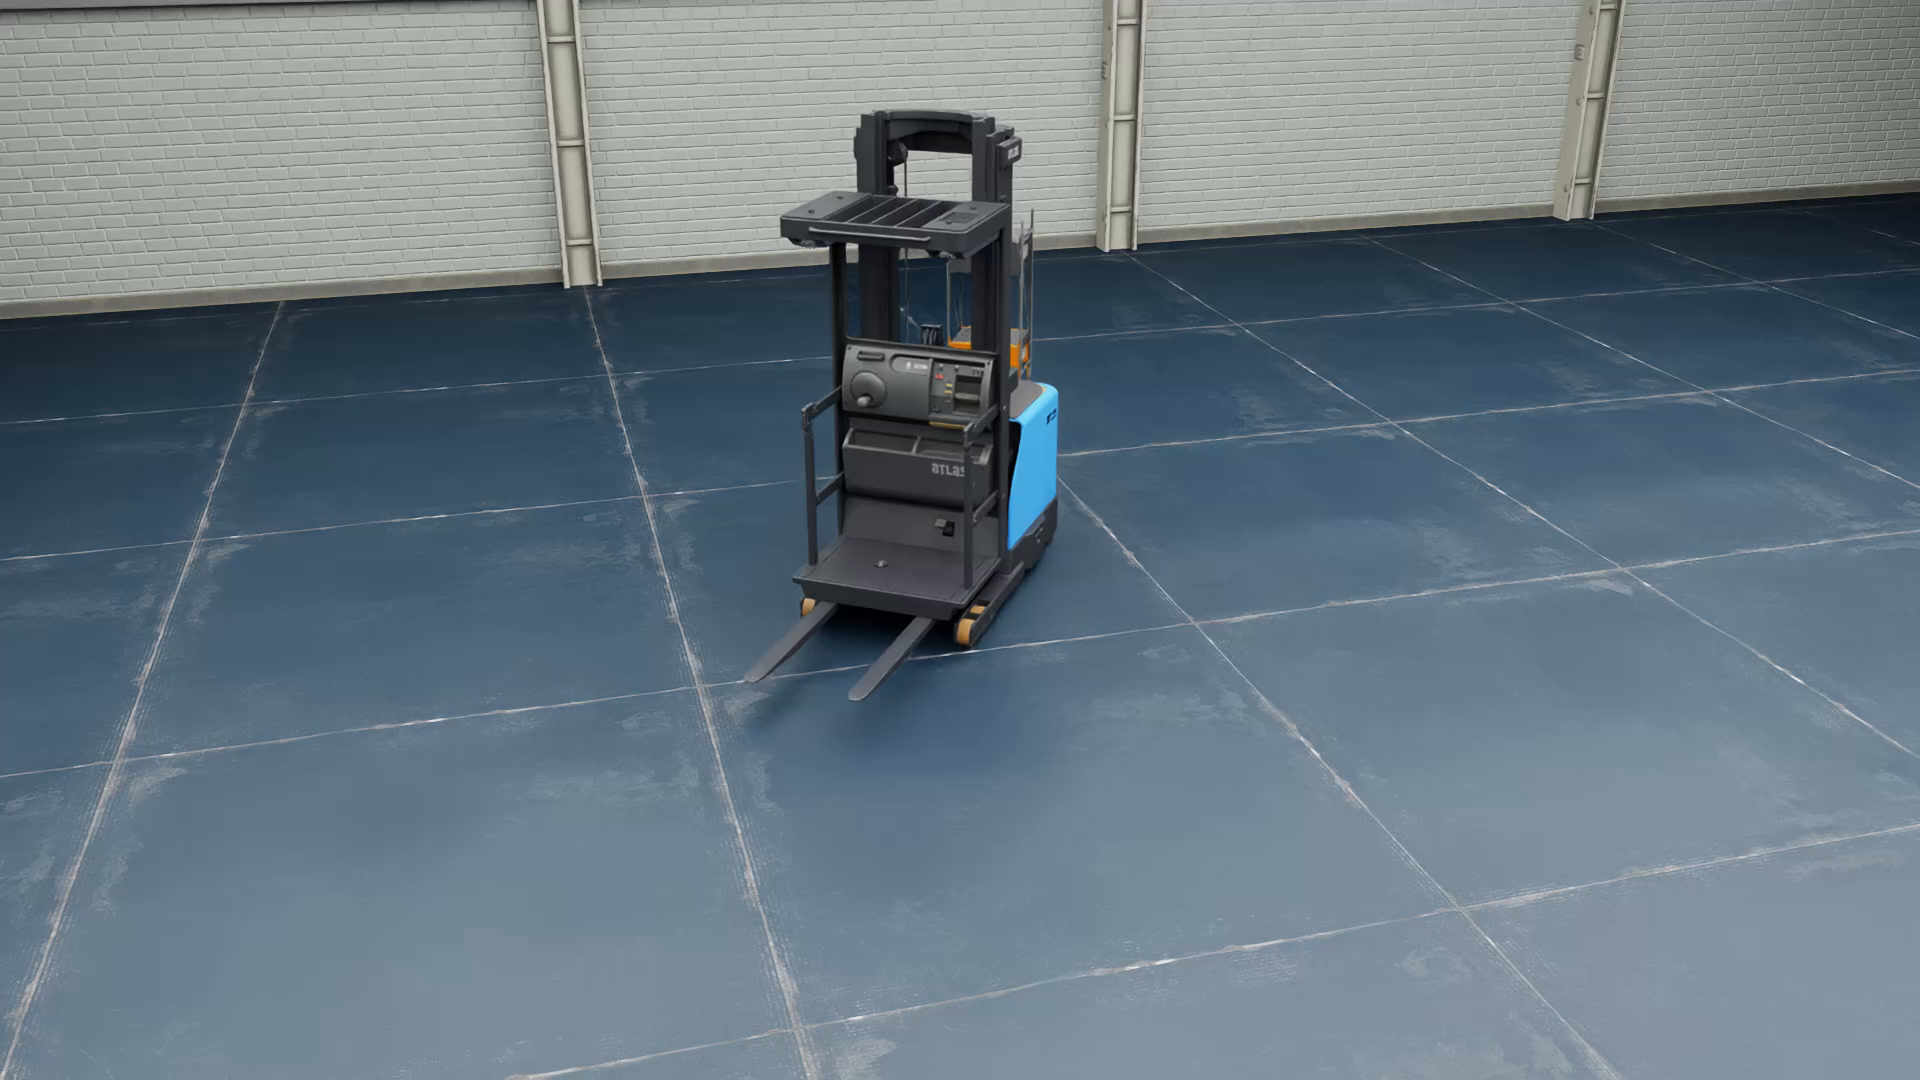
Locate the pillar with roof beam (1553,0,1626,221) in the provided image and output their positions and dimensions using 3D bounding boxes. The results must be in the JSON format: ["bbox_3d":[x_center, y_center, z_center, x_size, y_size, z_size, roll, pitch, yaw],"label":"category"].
[{"bbox_3d":[8.730,-6.491,14.966,0.400,9.000,9.100,-6,24,-14],"label":"pillar with roof beam"}]

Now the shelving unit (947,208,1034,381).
[{"bbox_3d":[0.205,-1.192,11.365,0.503,2.100,0.431,5,24,12],"label":"shelving unit"}]

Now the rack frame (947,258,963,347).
[{"bbox_3d":[-0.033,-1.213,11.414,0.015,2.100,0.400,5,24,12],"label":"rack frame"}]

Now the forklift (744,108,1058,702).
[{"bbox_3d":[-0.326,-0.902,9.636,1.130,2.935,3.031,8,25,18],"label":"forklift"}]

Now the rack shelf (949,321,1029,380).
[{"bbox_3d":[0.205,-1.179,11.370,0.480,0.518,0.431,5,24,12],"label":"rack shelf"}]

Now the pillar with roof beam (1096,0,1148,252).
[{"bbox_3d":[2.953,-5.852,13.476,0.400,9.000,9.100,-6,24,-14],"label":"pillar with roof beam"}]

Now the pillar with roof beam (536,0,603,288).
[{"bbox_3d":[-2.824,-5.213,11.987,0.400,9.000,9.100,-6,24,-14],"label":"pillar with roof beam"}]

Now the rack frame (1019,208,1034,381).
[{"bbox_3d":[0.443,-1.171,11.316,0.015,2.100,0.400,5,24,12],"label":"rack frame"}]

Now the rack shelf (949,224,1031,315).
[{"bbox_3d":[0.205,-1.823,11.094,0.480,0.518,0.431,5,24,12],"label":"rack shelf"}]
